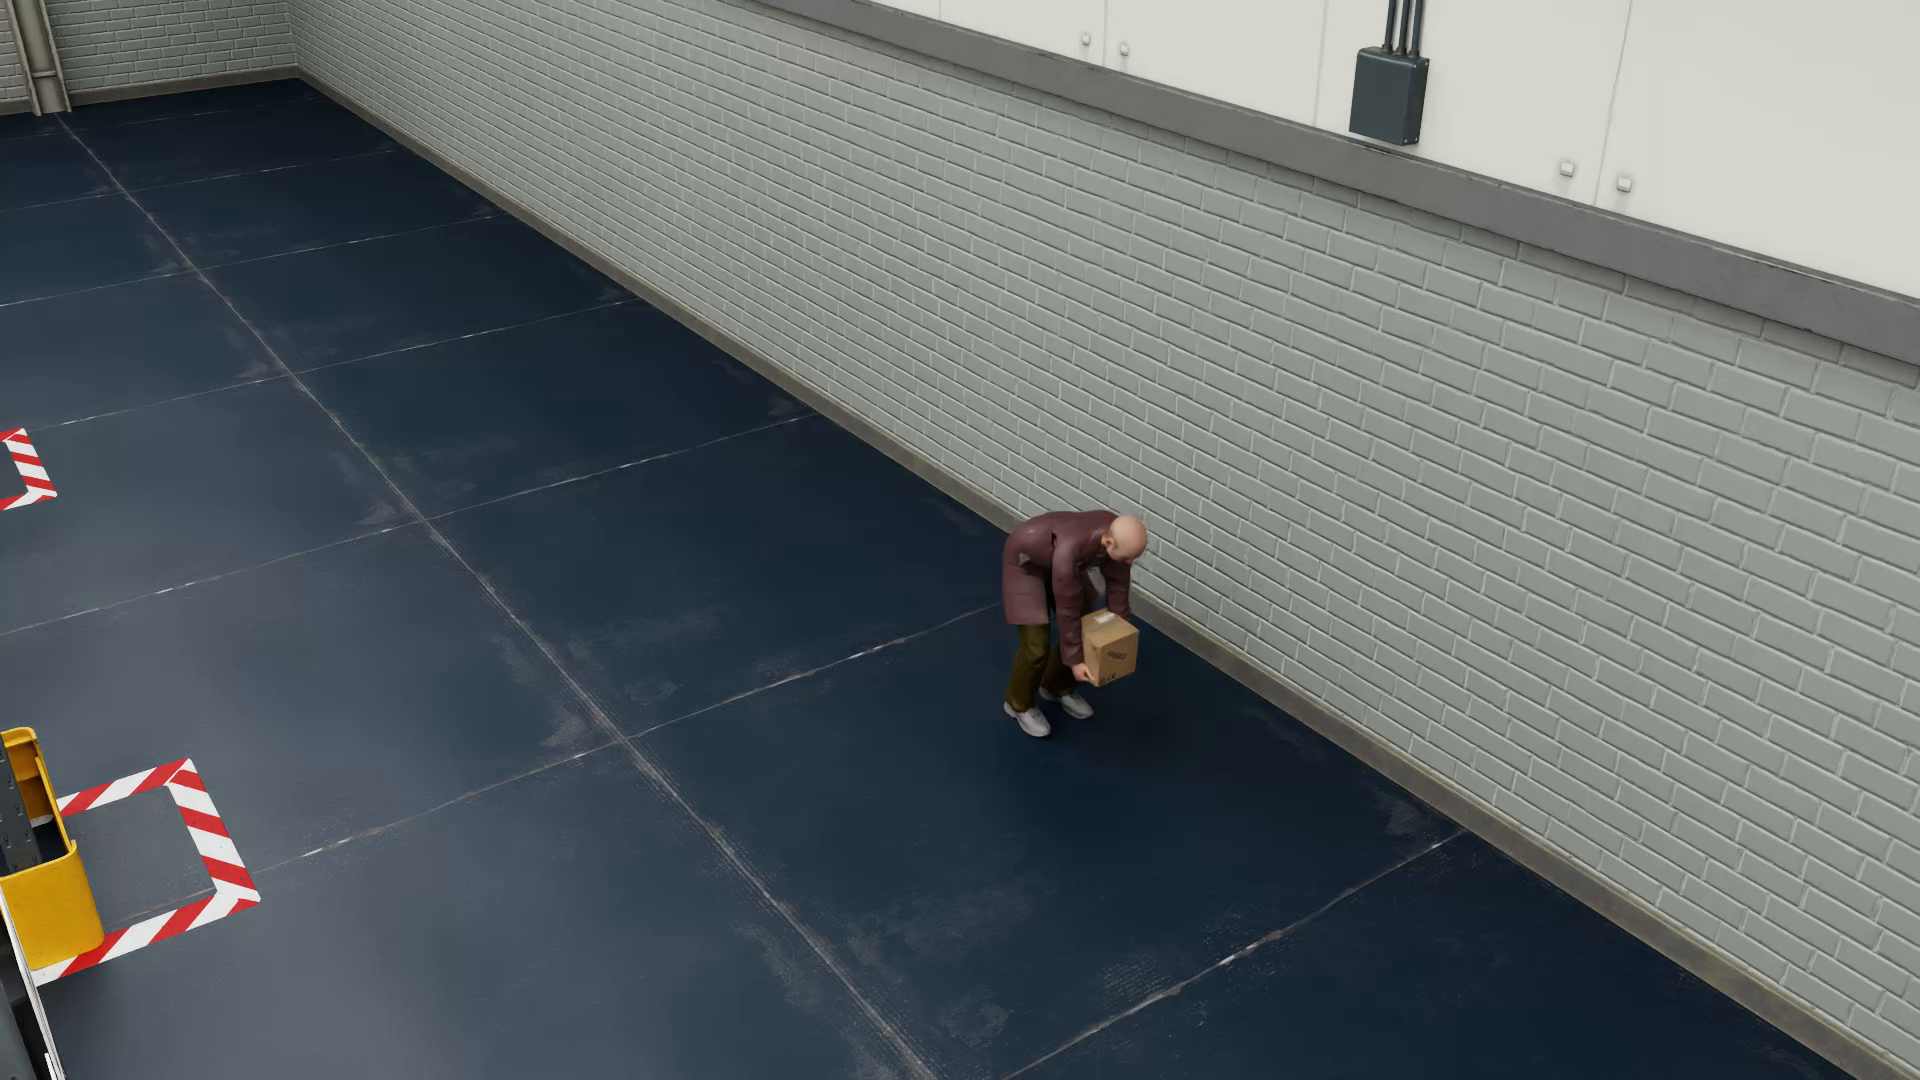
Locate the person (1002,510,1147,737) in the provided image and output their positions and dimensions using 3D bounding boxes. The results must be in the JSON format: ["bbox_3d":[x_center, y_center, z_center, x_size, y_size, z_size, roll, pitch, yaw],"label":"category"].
[{"bbox_3d":[0.559,0.389,8.335,0.536,1.382,0.876,-20,34,-32],"label":"person"}]
